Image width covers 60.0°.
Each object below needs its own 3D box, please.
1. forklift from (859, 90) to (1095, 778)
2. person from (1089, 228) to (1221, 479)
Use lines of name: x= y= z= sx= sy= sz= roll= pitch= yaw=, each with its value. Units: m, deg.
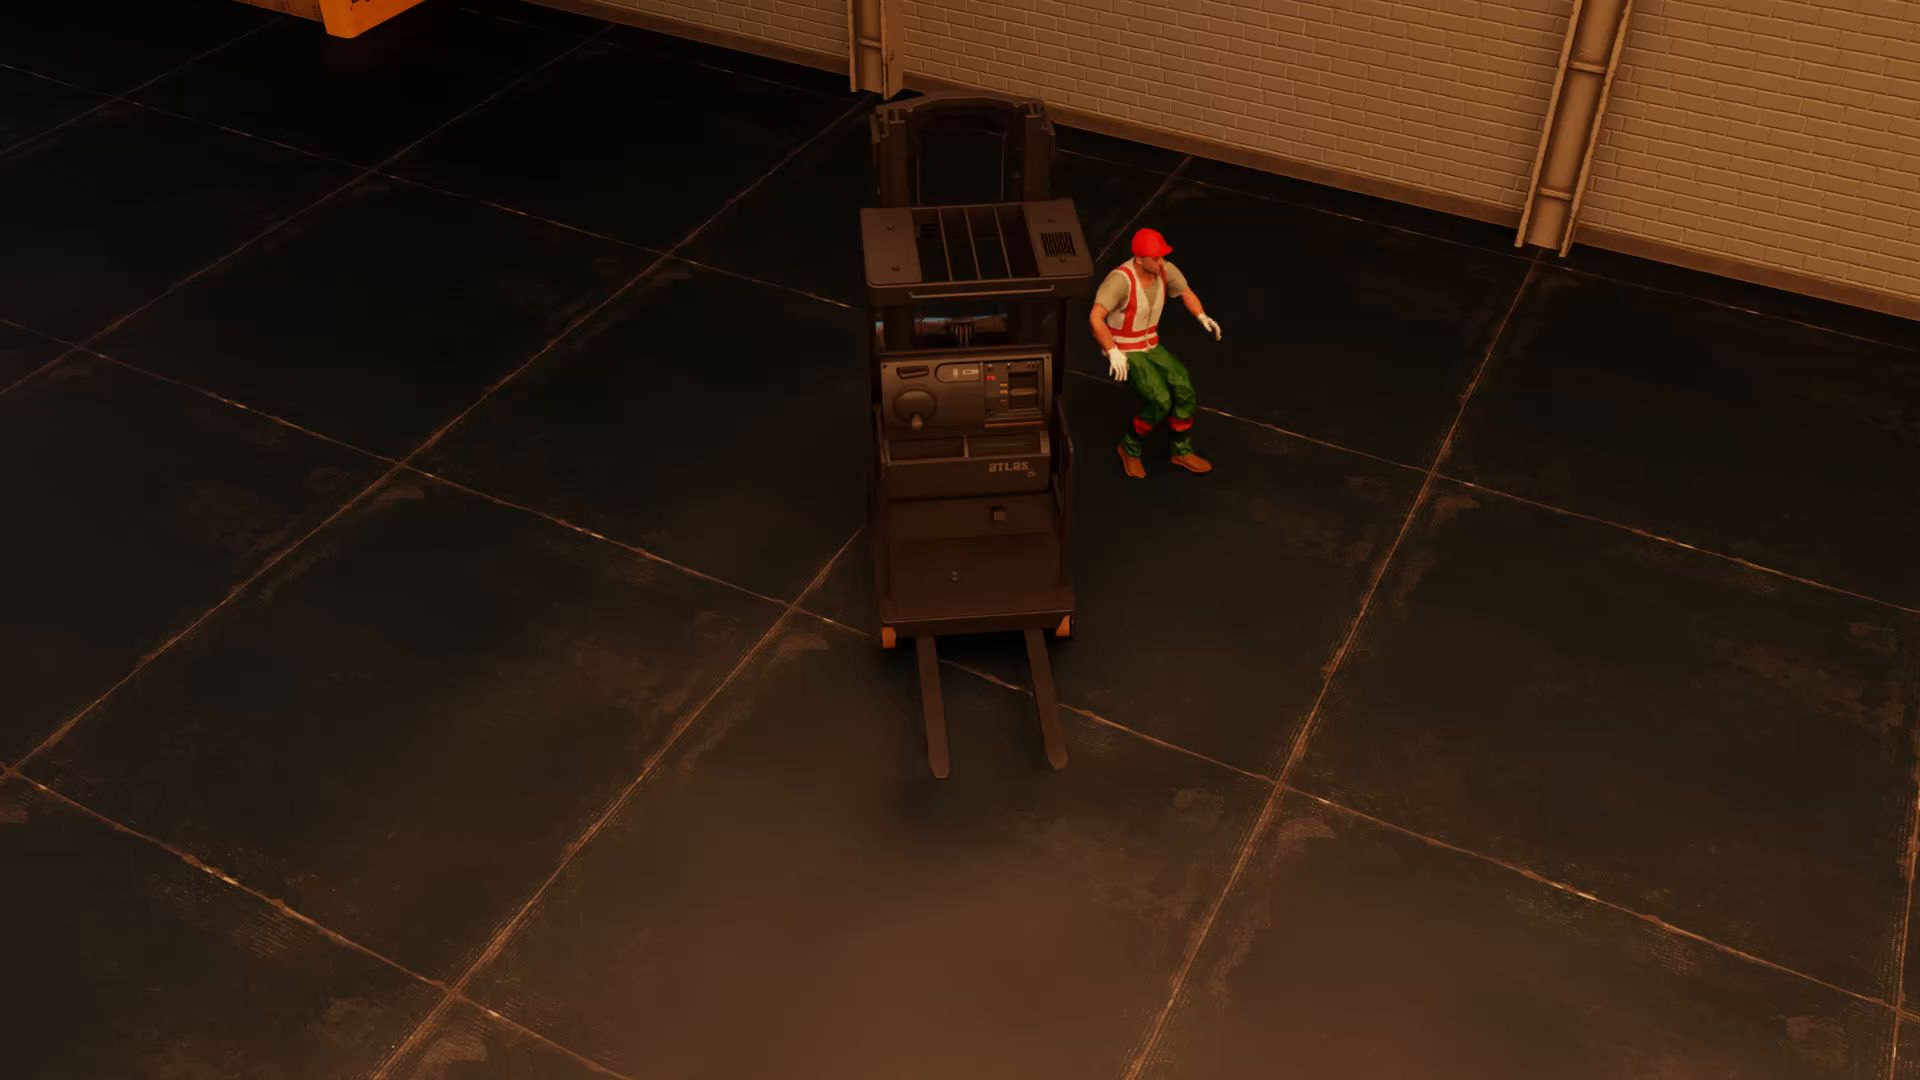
forklift: x=0.061 y=-0.730 z=8.853 sx=1.130 sy=2.935 sz=3.031 roll=-4 pitch=40 yaw=-4
person: x=1.280 y=-1.167 z=10.488 sx=0.877 sy=1.556 sz=0.870 roll=33 pitch=50 yaw=33
